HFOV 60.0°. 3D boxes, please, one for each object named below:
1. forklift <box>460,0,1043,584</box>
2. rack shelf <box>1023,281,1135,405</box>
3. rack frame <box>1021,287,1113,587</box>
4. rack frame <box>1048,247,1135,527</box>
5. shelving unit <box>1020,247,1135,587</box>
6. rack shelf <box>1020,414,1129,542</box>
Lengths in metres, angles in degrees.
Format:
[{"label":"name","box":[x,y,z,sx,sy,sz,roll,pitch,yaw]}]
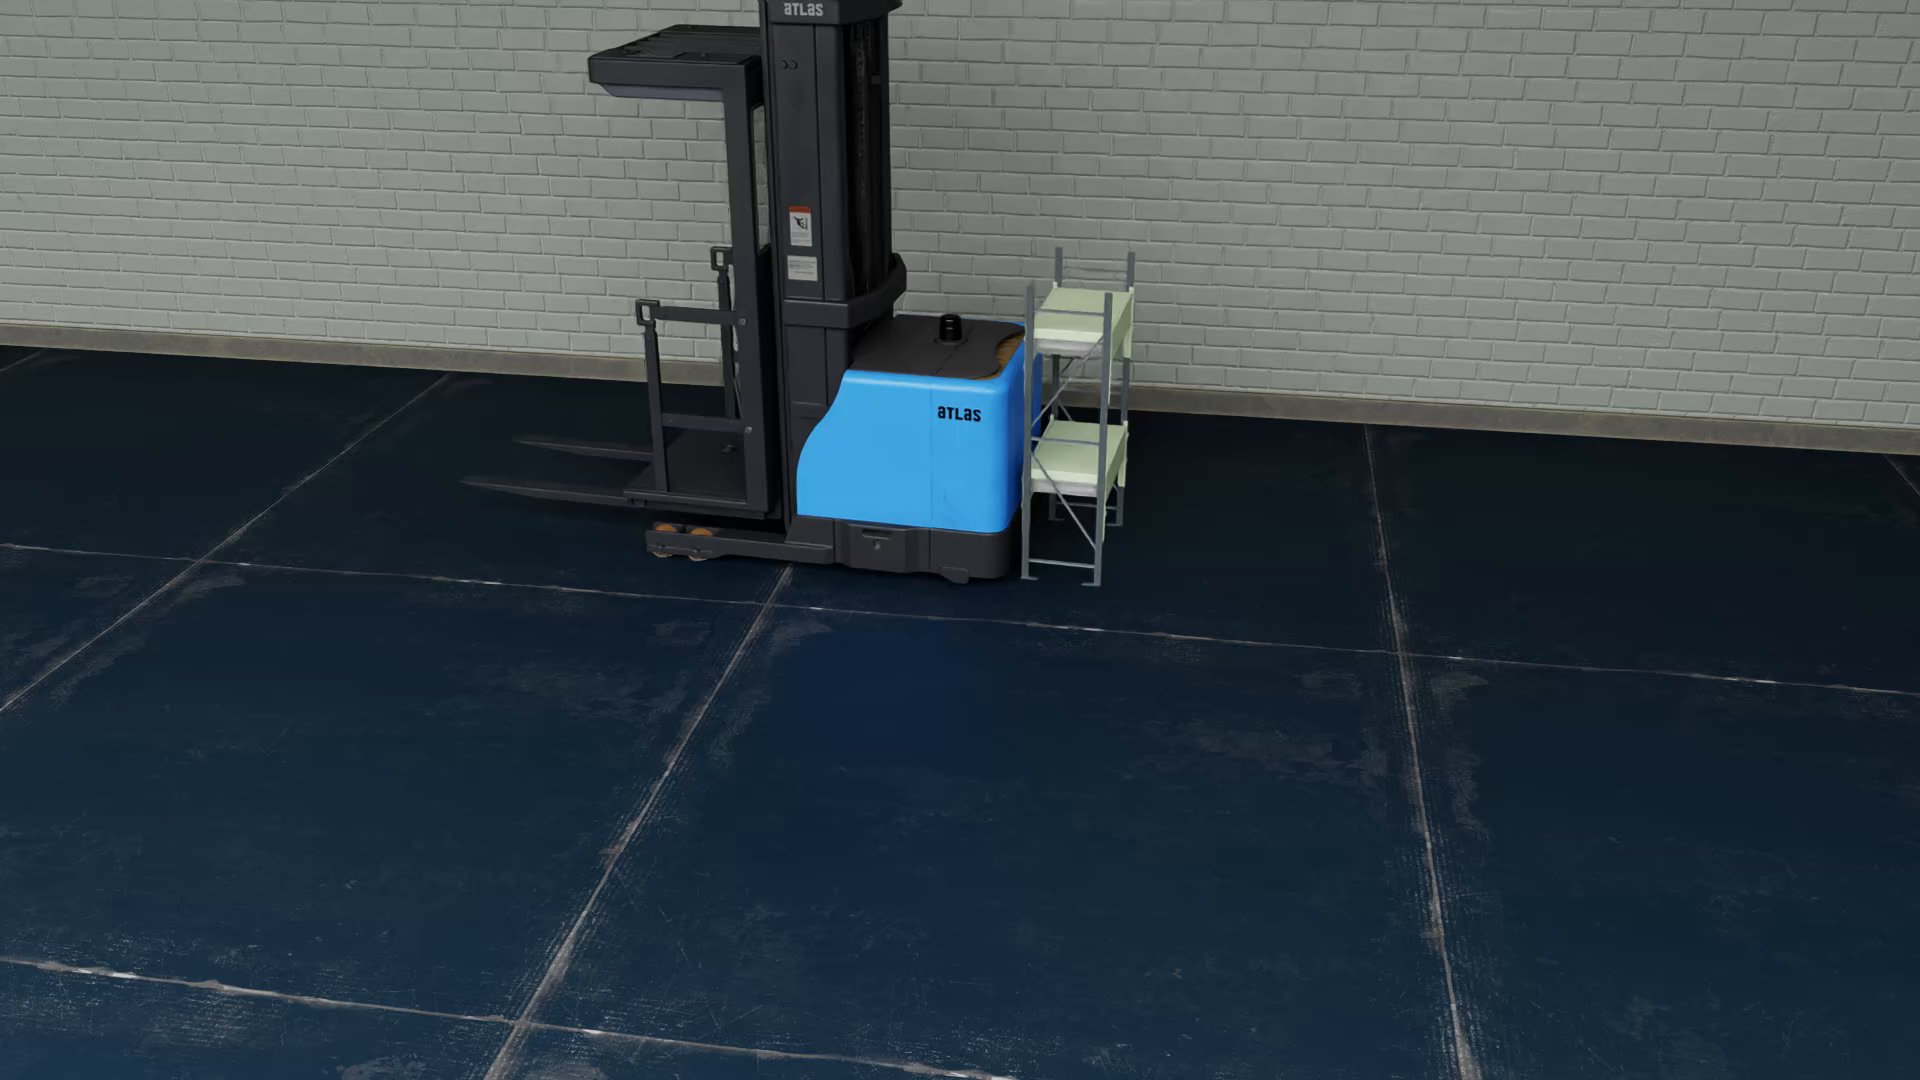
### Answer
[{"label":"forklift","box":[-1.131,-1.428,8.343,3.031,2.935,1.130,6,26,12]},{"label":"rack shelf","box":[0.589,-0.974,8.141,0.431,0.370,0.720,6,26,12]},{"label":"rack frame","box":[0.504,-0.470,7.984,0.400,1.500,0.023,6,26,12]},{"label":"rack frame","box":[0.675,-0.771,8.629,0.400,1.500,0.023,6,26,12]},{"label":"shelving unit","box":[0.589,-0.620,8.306,0.431,1.500,0.755,6,26,12]},{"label":"rack shelf","box":[0.589,-0.325,8.445,0.431,0.370,0.720,6,26,12]}]
